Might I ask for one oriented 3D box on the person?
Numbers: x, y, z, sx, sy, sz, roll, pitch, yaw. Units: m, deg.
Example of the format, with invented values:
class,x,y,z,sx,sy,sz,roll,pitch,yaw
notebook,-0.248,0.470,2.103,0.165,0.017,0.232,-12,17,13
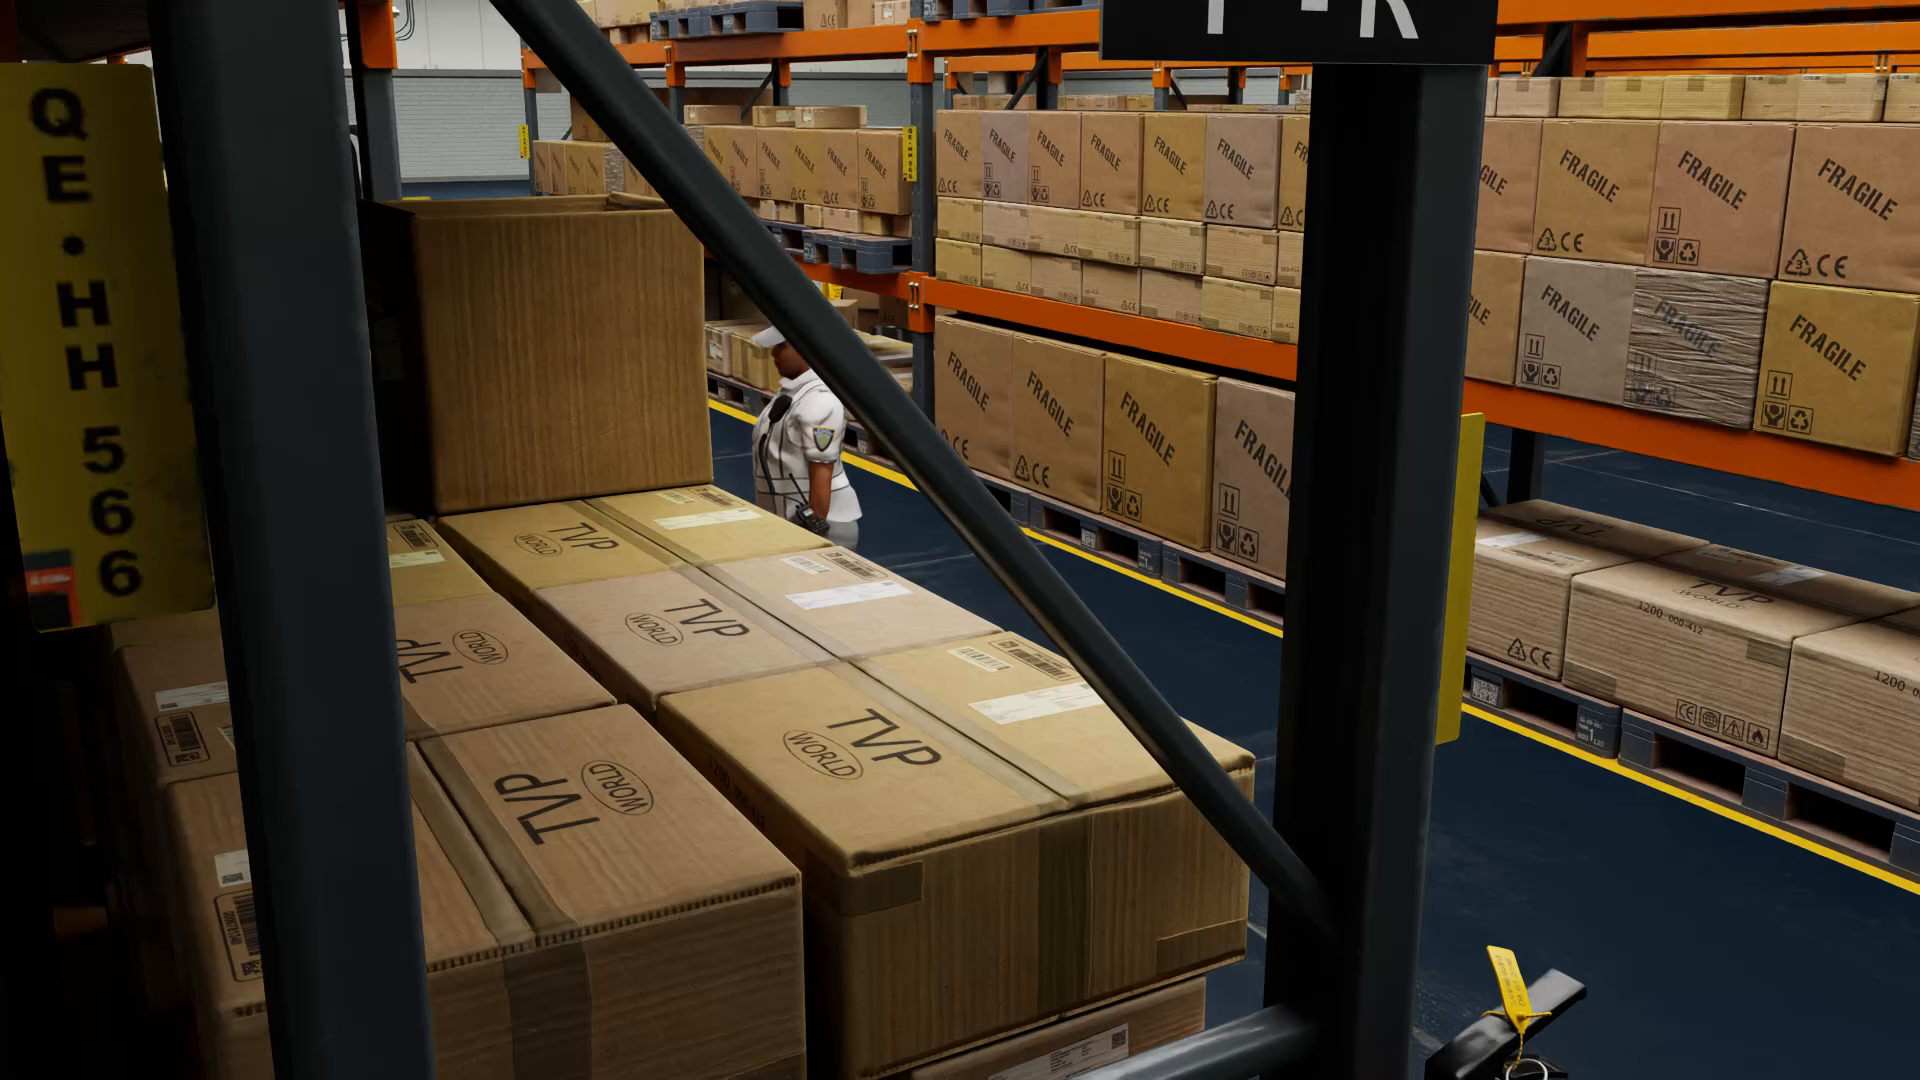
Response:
class,x,y,z,sx,sy,sz,roll,pitch,yaw
person,-0.696,-0.035,6.119,0.646,1.653,0.481,-5,16,-19
